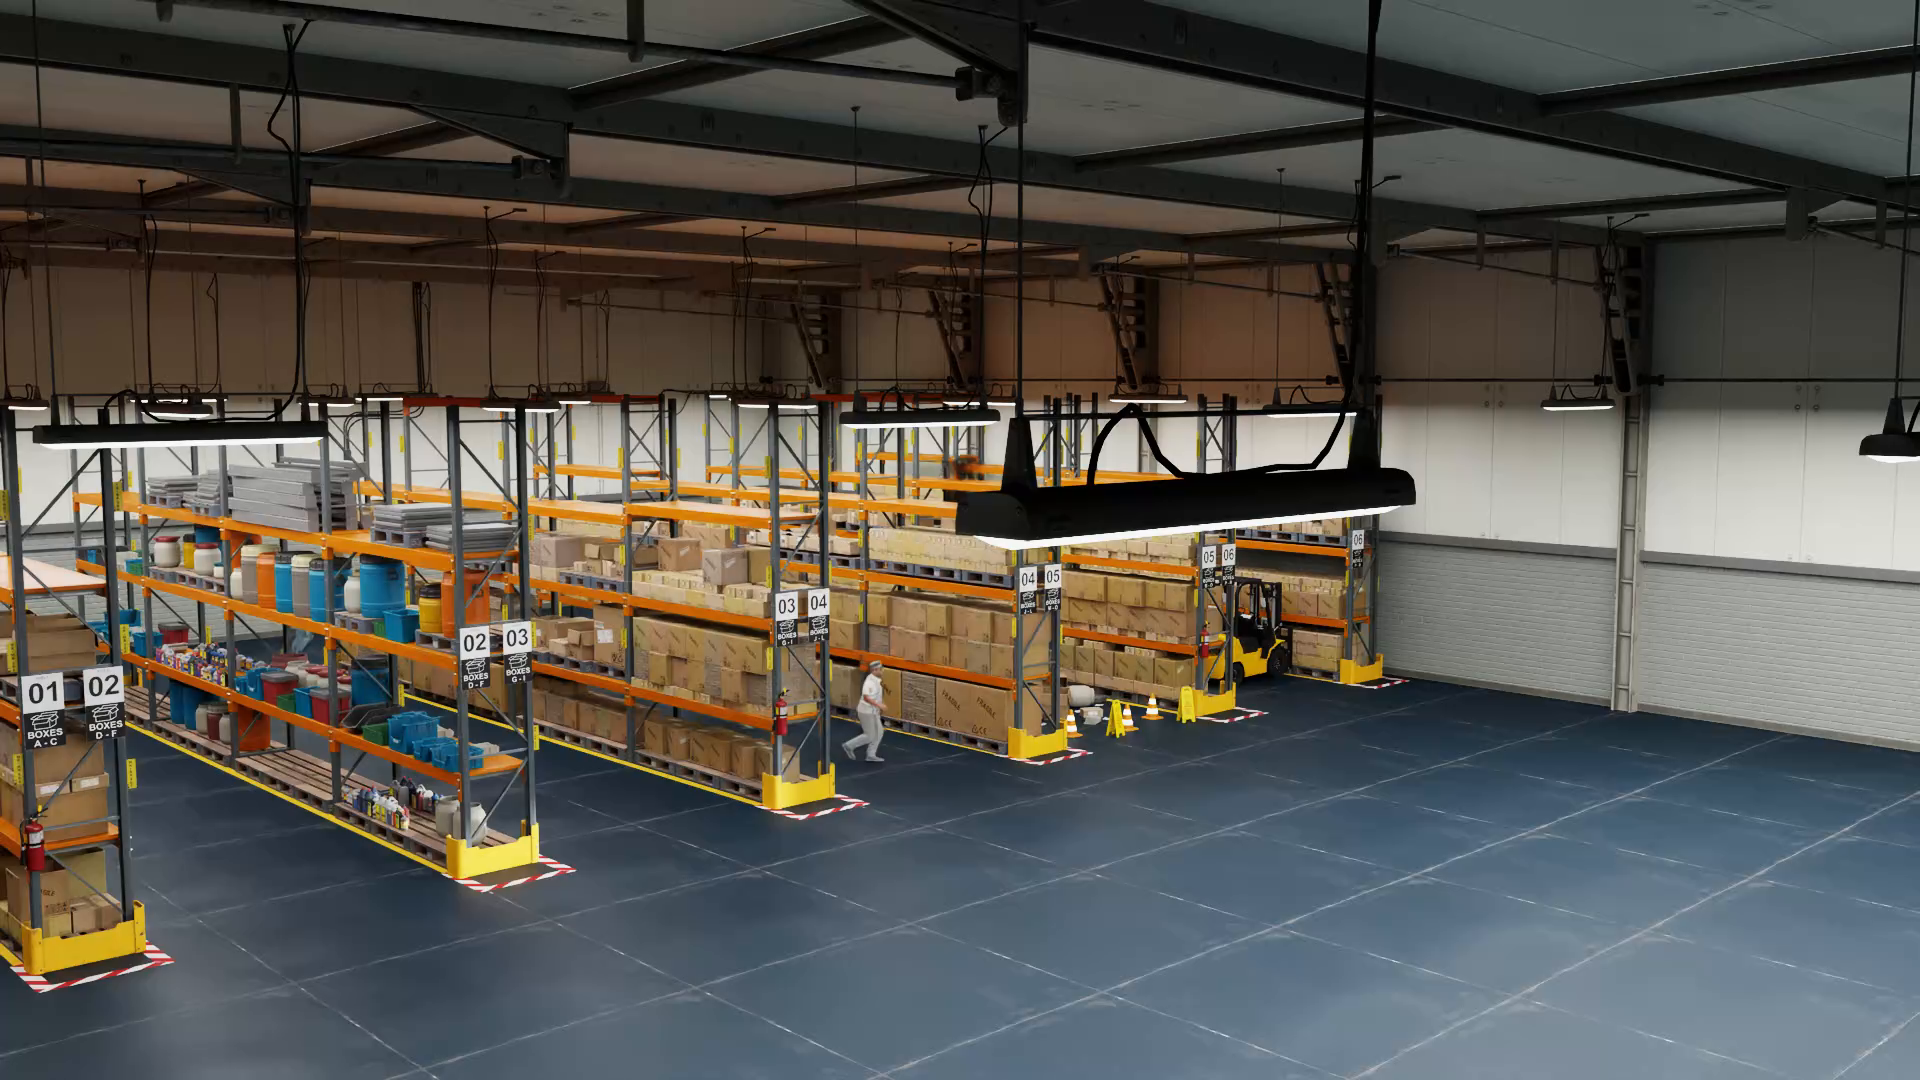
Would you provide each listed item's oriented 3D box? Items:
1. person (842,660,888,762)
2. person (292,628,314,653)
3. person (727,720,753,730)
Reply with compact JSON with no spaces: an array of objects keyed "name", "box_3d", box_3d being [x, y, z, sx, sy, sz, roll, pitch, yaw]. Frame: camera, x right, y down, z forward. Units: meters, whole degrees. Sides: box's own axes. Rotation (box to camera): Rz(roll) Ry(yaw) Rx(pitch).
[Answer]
[{"name":"person","box_3d":[-1.548,2.829,27.498,0.775,1.726,0.647,1,6,10]},{"name":"person","box_3d":[-14.804,1.855,37.381,0.688,1.752,0.717,-1,6,-7]},{"name":"person","box_3d":[-3.977,2.618,30.139,0.641,1.639,0.613,3,6,29]}]
